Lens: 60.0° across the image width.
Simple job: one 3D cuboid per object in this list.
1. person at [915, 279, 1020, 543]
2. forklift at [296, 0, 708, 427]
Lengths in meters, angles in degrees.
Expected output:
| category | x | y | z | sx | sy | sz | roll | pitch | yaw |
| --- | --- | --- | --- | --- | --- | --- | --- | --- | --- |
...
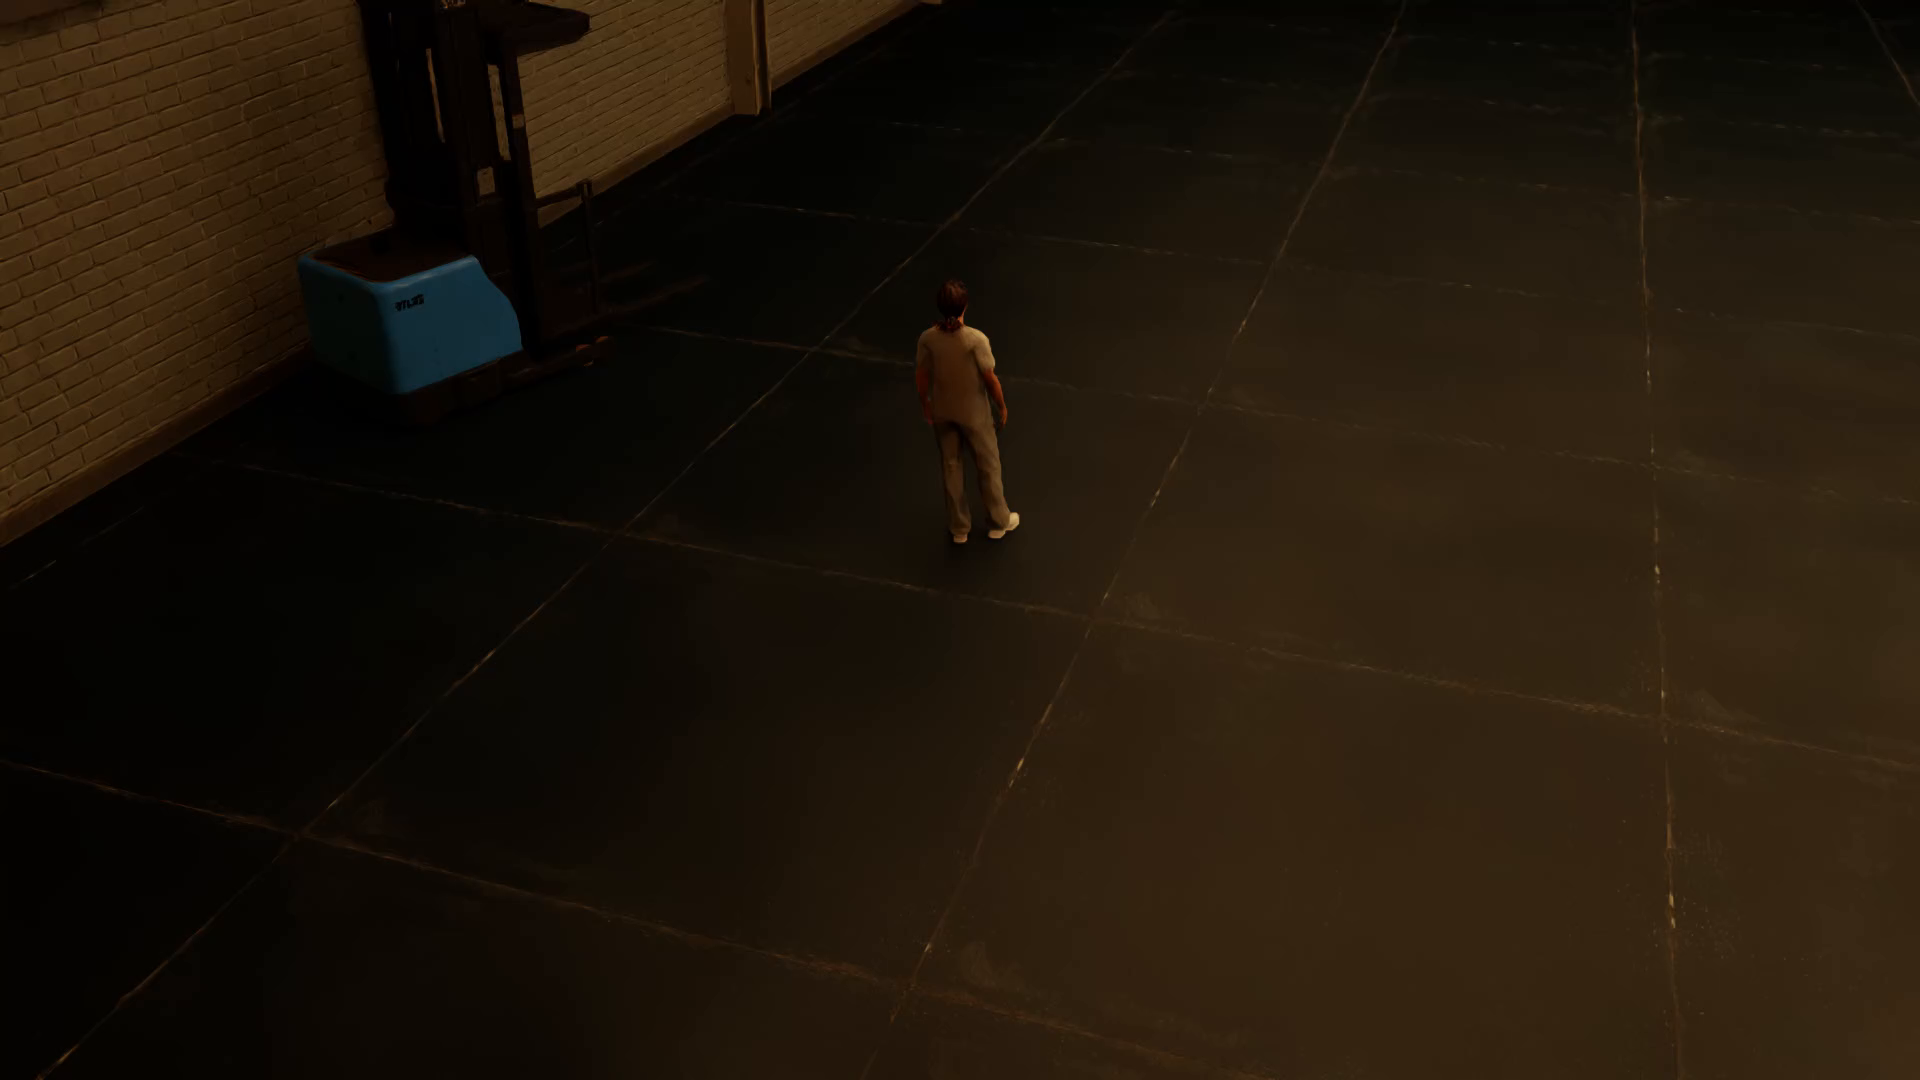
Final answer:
| category | x | y | z | sx | sy | sz | roll | pitch | yaw |
| --- | --- | --- | --- | --- | --- | --- | --- | --- | --- |
| person | 0.037 | -0.766 | 9.735 | 0.550 | 1.674 | 0.548 | 10 | 31 | 16 |
| forklift | -3.231 | -2.700 | 11.873 | 1.130 | 2.935 | 3.031 | 22 | 36 | 33 |
